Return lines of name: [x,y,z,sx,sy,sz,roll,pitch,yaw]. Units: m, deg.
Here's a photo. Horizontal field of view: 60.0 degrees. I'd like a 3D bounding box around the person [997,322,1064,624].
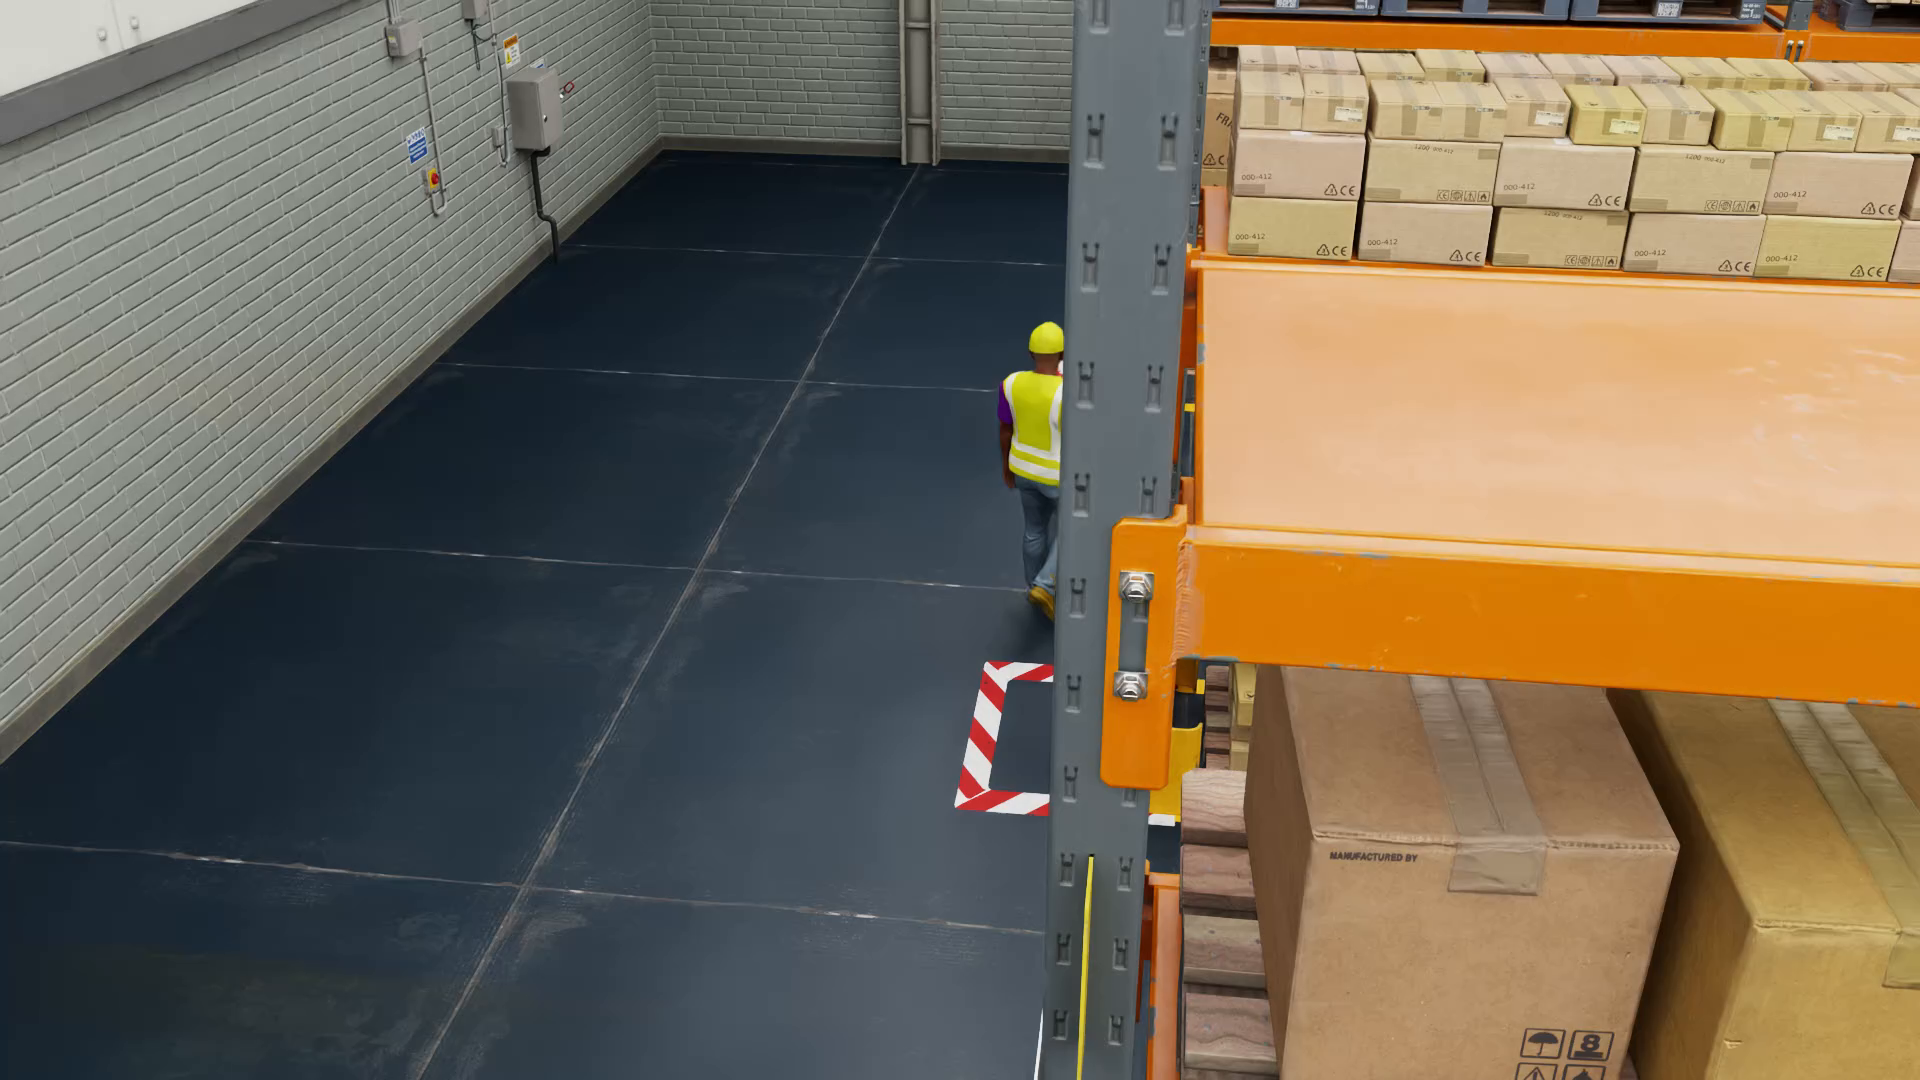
person: [0.487,-0.388,9.420,0.590,1.767,0.581,19,33,31]
